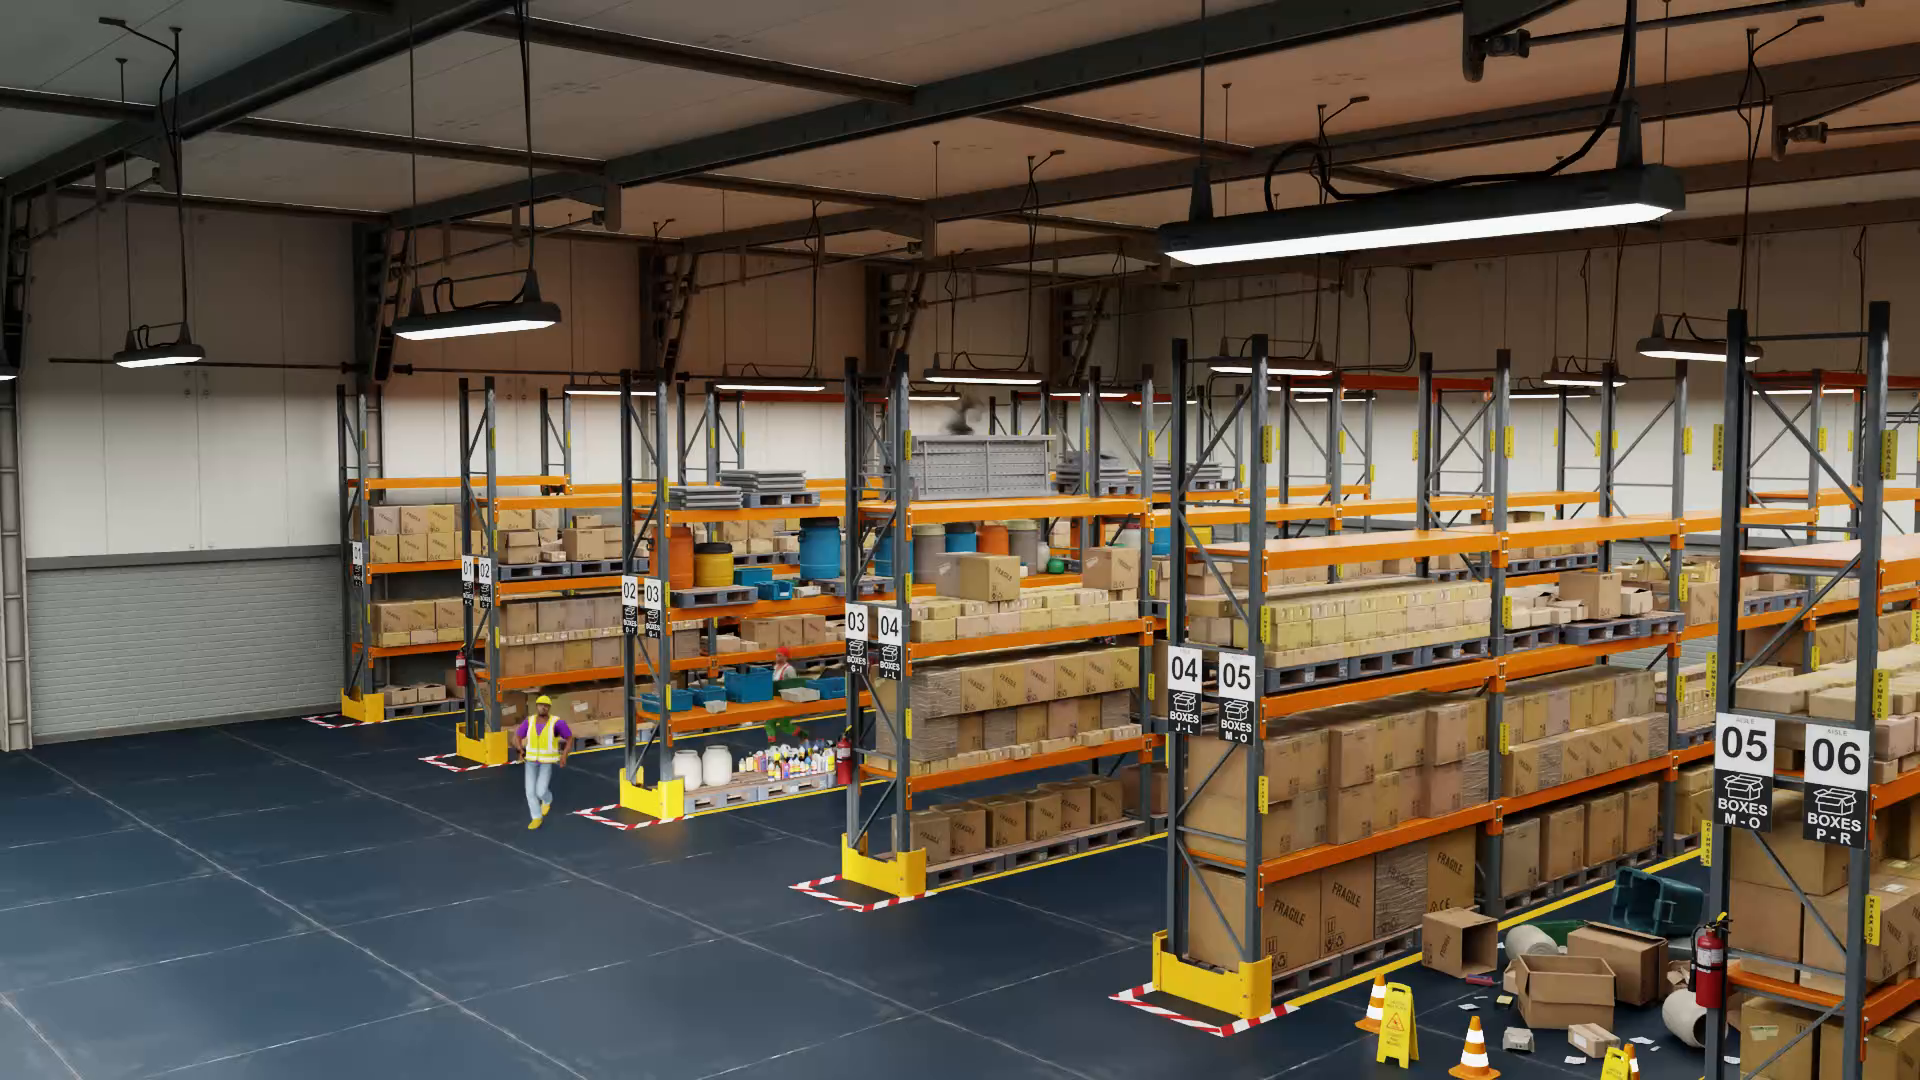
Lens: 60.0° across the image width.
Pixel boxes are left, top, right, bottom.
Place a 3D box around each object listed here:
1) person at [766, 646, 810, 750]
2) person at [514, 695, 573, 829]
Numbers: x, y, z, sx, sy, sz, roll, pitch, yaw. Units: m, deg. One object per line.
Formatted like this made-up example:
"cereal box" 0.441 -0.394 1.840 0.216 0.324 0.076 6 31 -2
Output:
"person" -2.784 2.560 26.201 0.941 1.788 0.656 -4 5 -44
"person" -5.465 2.891 21.755 0.760 1.718 0.543 0 4 3
